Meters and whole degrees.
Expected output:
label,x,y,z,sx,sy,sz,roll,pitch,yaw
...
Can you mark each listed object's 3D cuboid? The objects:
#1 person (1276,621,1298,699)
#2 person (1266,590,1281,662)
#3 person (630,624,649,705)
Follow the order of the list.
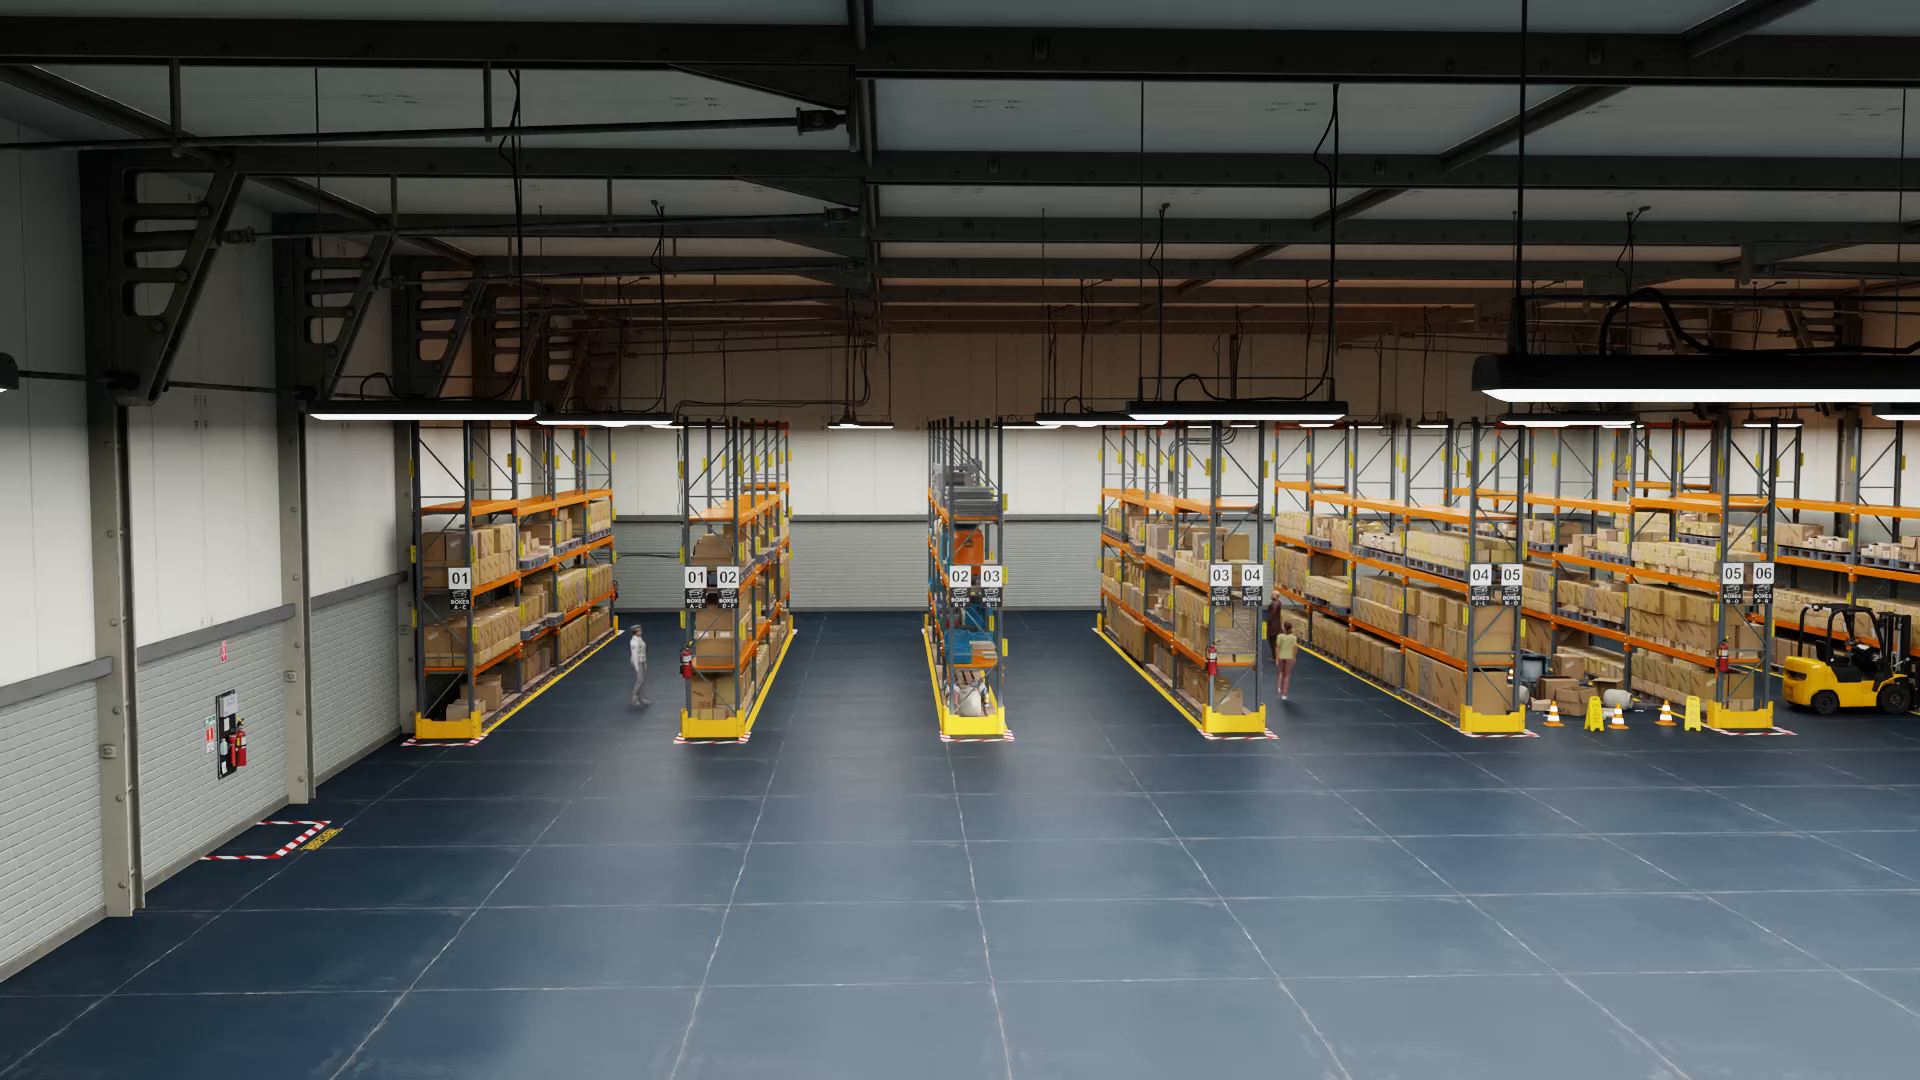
label,x,y,z,sx,sy,sz,roll,pitch,yaw
person,6.980,2.566,35.475,0.450,1.677,0.451,2,4,33
person,7.751,2.160,41.205,0.515,1.832,0.617,4,5,44
person,-6.765,2.637,35.037,0.365,1.742,0.544,1,4,10
